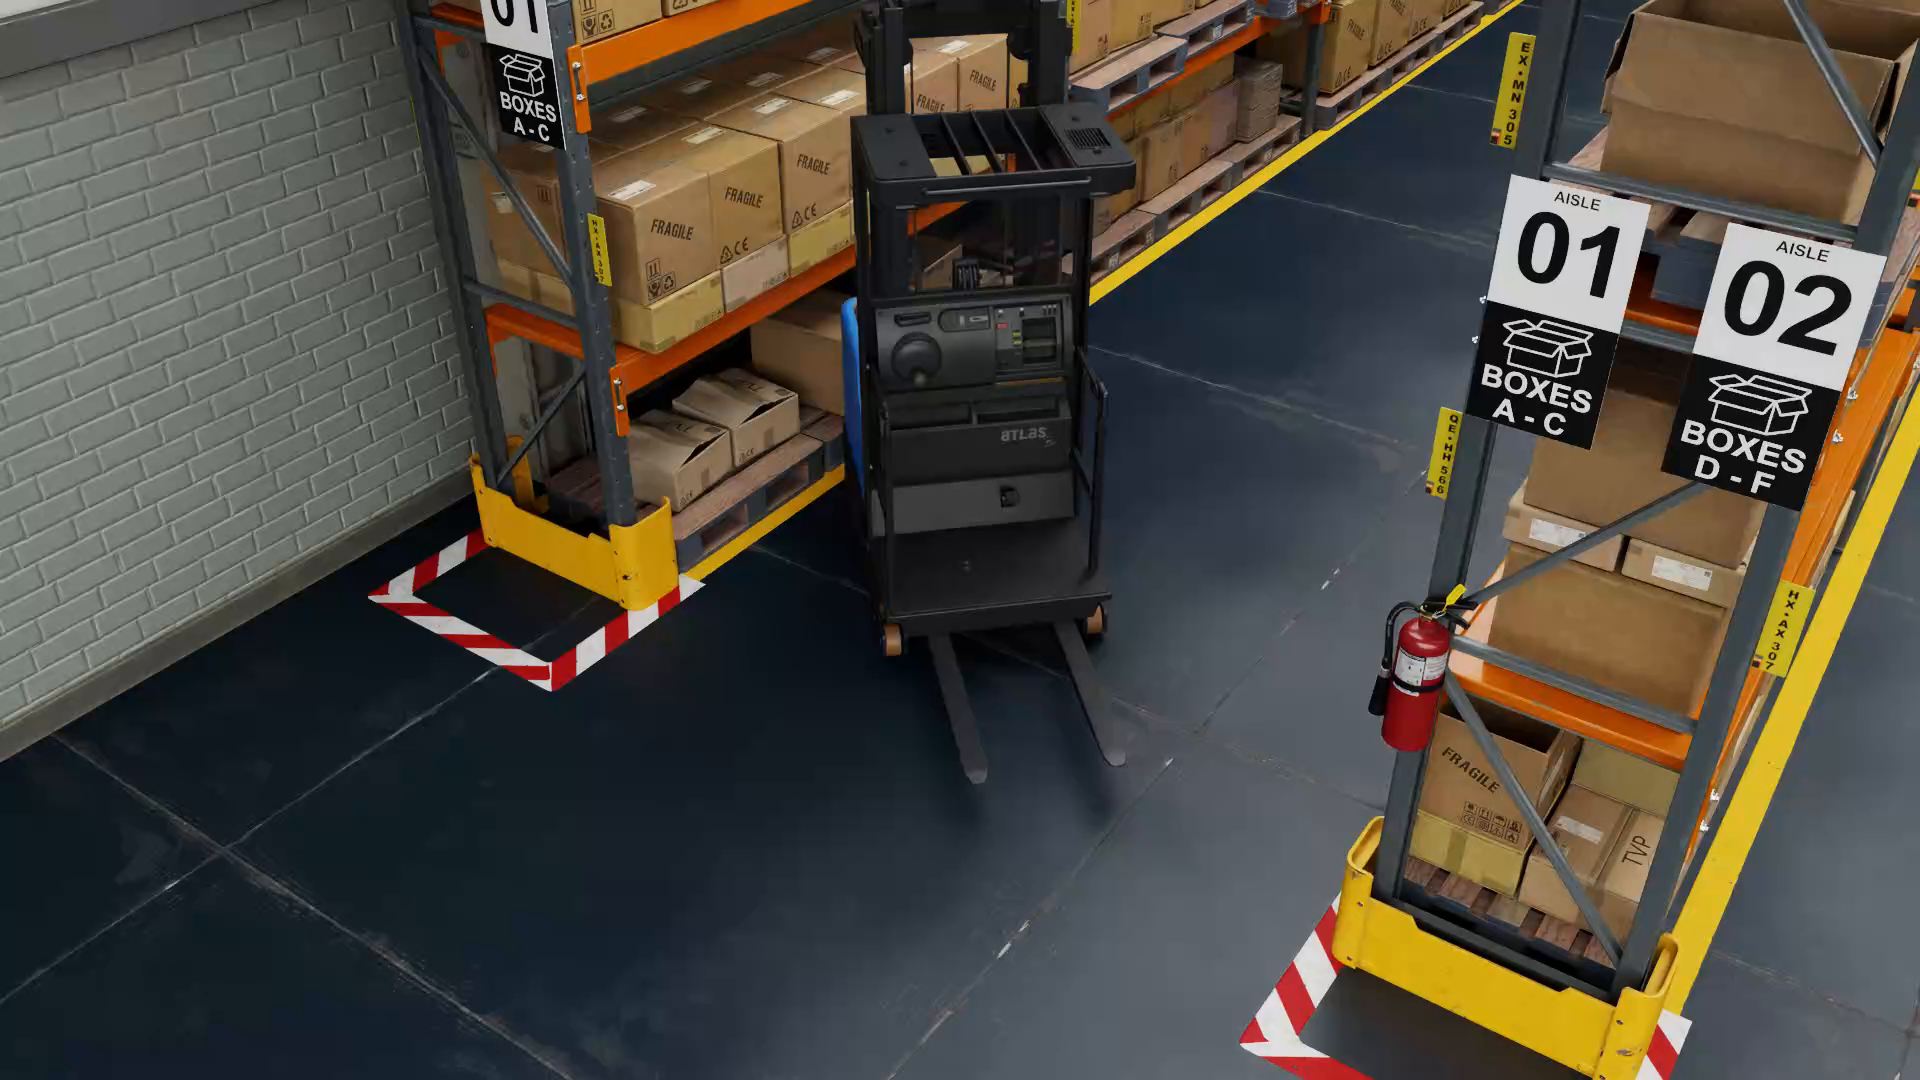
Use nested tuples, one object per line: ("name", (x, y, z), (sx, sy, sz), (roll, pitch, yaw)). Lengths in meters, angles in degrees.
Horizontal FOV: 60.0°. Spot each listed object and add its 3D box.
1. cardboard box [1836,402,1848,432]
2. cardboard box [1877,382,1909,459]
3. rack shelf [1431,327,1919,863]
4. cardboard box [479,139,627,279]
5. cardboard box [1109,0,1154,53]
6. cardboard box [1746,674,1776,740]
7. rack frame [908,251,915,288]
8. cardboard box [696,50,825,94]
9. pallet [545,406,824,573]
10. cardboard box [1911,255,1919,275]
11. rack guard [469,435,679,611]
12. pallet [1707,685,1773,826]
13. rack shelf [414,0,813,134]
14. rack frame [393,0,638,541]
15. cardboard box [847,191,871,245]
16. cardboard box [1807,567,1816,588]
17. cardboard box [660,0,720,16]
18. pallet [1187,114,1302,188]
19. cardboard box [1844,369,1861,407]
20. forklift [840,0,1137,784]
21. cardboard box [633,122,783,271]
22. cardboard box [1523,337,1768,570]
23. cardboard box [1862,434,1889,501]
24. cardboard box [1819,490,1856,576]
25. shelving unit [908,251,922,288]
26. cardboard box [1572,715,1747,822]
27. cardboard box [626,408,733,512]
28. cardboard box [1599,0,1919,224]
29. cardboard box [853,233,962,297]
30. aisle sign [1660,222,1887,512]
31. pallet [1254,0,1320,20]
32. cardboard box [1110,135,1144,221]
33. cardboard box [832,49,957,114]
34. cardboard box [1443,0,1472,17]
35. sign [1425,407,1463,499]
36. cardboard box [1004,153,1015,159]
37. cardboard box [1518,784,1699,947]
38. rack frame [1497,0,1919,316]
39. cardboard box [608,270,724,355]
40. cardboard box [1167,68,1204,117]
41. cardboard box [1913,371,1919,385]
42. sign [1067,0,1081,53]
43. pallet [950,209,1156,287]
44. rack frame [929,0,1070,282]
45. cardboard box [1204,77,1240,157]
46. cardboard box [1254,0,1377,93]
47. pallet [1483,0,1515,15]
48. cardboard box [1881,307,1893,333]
("cardboard box", (3.473, -0.721, 7.225), (0.700, 0.500, 0.500), (22, 40, 29))
("cardboard box", (4.746, -0.738, 8.919), (0.500, 0.311, 0.500), (21, 40, 28))
("rack shelf", (3.165, -0.142, 7.100), (1.077, 0.370, 4.000), (21, 39, 28))
("cardboard box", (-1.953, -1.642, 8.122), (0.500, 0.500, 0.500), (21, 39, 28))
("cardboard box", (0.877, -3.643, 11.153), (0.700, 0.500, 0.500), (26, 42, 33))
("cardboard box", (3.370, 0.580, 7.470), (0.500, 0.250, 0.500), (21, 39, 28))
("rack frame", (-0.358, -1.079, 9.448), (0.240, 1.200, 0.006), (-5, 35, -8))
("cardboard box", (-1.079, -2.341, 9.157), (0.500, 0.500, 0.500), (22, 40, 29))
("pallet", (-1.511, -0.343, 9.244), (1.003, 0.211, 1.213), (21, 39, 28))
("cardboard box", (4.184, -1.364, 7.597), (0.380, 0.149, 0.250), (20, 39, 27))
("rack guard", (-2.004, -0.100, 8.627), (1.175, 0.500, 0.348), (21, 39, 28))
("pallet", (3.123, 0.711, 7.686), (1.003, 0.211, 1.213), (21, 39, 28))
("rack shelf", (-0.907, -2.965, 8.597), (1.077, 0.370, 4.000), (21, 39, 28))
("rack frame", (-2.047, -1.100, 7.875), (1.000, 3.000, 0.127), (21, 39, 28))
("cardboard box", (-0.638, -1.878, 9.140), (0.500, 0.250, 0.500), (22, 40, 29))
("cardboard box", (3.644, 0.035, 7.607), (0.500, 0.500, 0.500), (21, 39, 28))
("cardboard box", (-1.315, -2.702, 7.459), (0.500, 0.500, 0.500), (24, 41, 31))
("pallet", (2.068, -3.268, 13.569), (1.003, 0.211, 1.213), (21, 39, 28))
("cardboard box", (3.303, -0.649, 6.539), (0.380, 0.149, 0.250), (22, 40, 29))
("forklift", (0.110, -0.870, 7.596), (1.130, 2.935, 3.031), (-6, 34, -8))
("cardboard box", (-1.238, -1.705, 8.216), (0.500, 0.500, 0.500), (21, 40, 28))
("cardboard box", (2.332, -0.334, 5.494), (0.700, 0.500, 0.500), (21, 40, 28))
("cardboard box", (4.739, -0.502, 9.070), (0.500, 0.250, 0.500), (20, 39, 27))
("cardboard box", (4.221, -0.112, 8.494), (0.500, 0.250, 0.500), (21, 39, 28))
("shelving unit", (-0.343, -1.028, 9.374), (0.258, 1.200, 0.189), (-5, 35, -8))
("cardboard box", (2.797, 0.728, 6.581), (0.500, 0.500, 0.500), (21, 39, 28))
("cardboard box", (-1.578, -0.458, 8.933), (0.500, 0.311, 0.500), (17, 37, 23))
("cardboard box", (2.356, -1.300, 4.901), (0.797, 0.503, 0.637), (24, 41, 31))
("cardboard box", (-0.325, -1.597, 10.449), (0.500, 0.500, 0.500), (18, 38, 25))
("aisle sign", (2.239, -0.469, 4.620), (0.394, 0.787, 0.004), (21, 39, 28))
("pallet", (2.196, -4.340, 12.838), (1.213, 0.211, 1.003), (21, 39, 28))
("cardboard box", (0.893, -2.686, 12.058), (0.700, 0.500, 0.500), (20, 39, 27))
("cardboard box", (-0.358, -2.422, 9.276), (0.500, 0.500, 0.500), (20, 39, 27))
("cardboard box", (4.531, -5.566, 16.022), (0.750, 0.750, 0.750), (22, 40, 29))
("sign", (1.587, -0.277, 5.413), (0.100, 0.325, 0.005), (21, 39, 28))
("cardboard box", (0.213, -2.572, 10.168), (0.500, 0.250, 0.500), (21, 40, 28))
("cardboard box", (2.513, 1.270, 6.450), (0.500, 0.250, 0.500), (21, 39, 28))
("rack frame", (2.025, -2.005, 3.857), (1.000, 3.000, 0.127), (21, 39, 28))
("cardboard box", (-1.508, -1.170, 8.093), (0.500, 0.250, 0.500), (20, 39, 27))
("cardboard box", (1.481, -3.411, 12.461), (0.500, 0.250, 0.500), (21, 39, 28))
("cardboard box", (5.615, -1.210, 10.117), (0.500, 0.250, 0.500), (22, 40, 29))
("sign", (0.684, -3.130, 10.103), (0.100, 0.325, 0.005), (21, 39, 28))
("pallet", (0.677, -2.145, 11.909), (1.003, 0.211, 1.213), (21, 39, 28))
("rack frame", (0.234, -2.941, 10.597), (1.000, 3.000, 0.127), (21, 39, 28))
("cardboard box", (1.758, -3.381, 13.086), (0.700, 0.500, 0.500), (21, 39, 28))
("cardboard box", (3.042, -4.362, 14.242), (0.750, 0.750, 0.750), (21, 39, 28))
("pallet", (5.293, -5.793, 17.303), (1.003, 0.211, 1.213), (21, 39, 28))
("cardboard box", (3.745, -1.009, 7.072), (0.380, 0.149, 0.250), (21, 39, 28))
